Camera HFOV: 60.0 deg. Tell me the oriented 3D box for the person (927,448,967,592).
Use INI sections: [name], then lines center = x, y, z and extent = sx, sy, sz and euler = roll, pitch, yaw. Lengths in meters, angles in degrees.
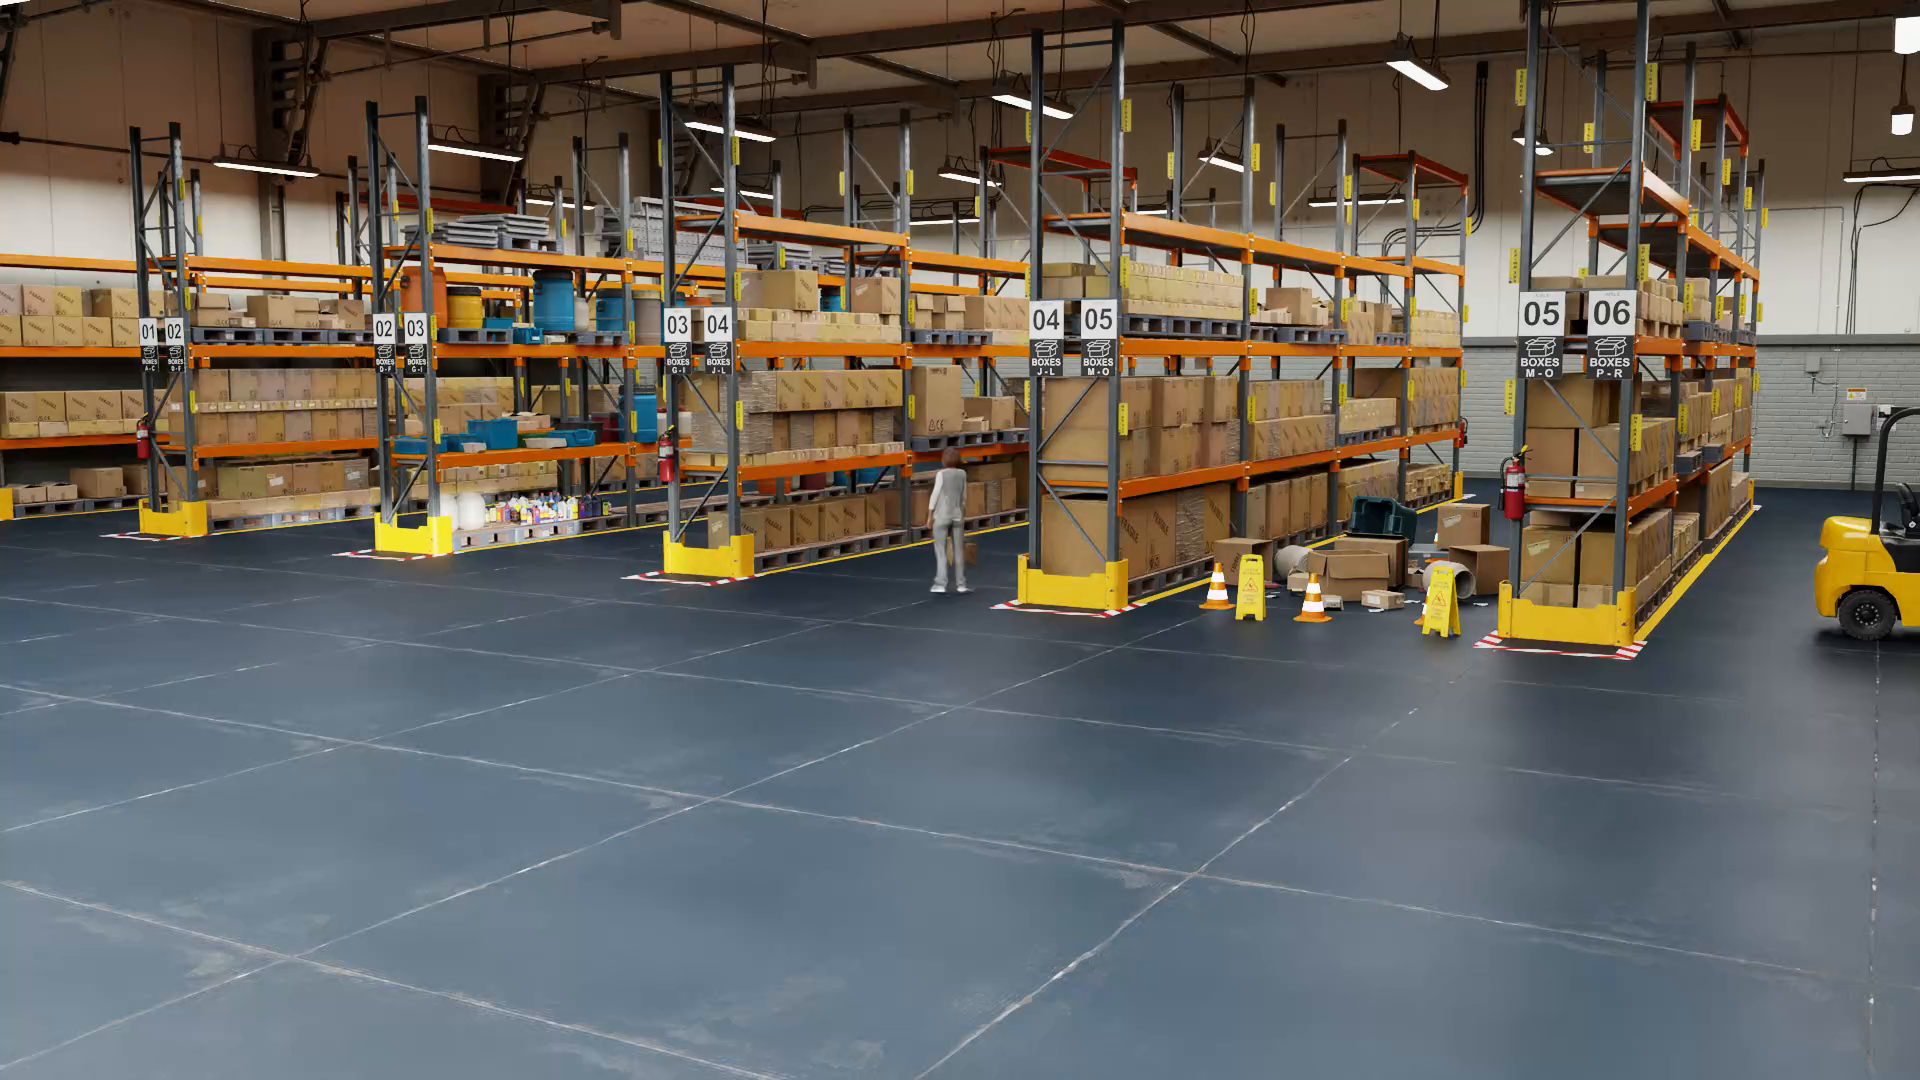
[person]
center = -0.122, -0.220, 18.396
extent = 0.500, 1.607, 0.352
euler = -3, 7, -28
